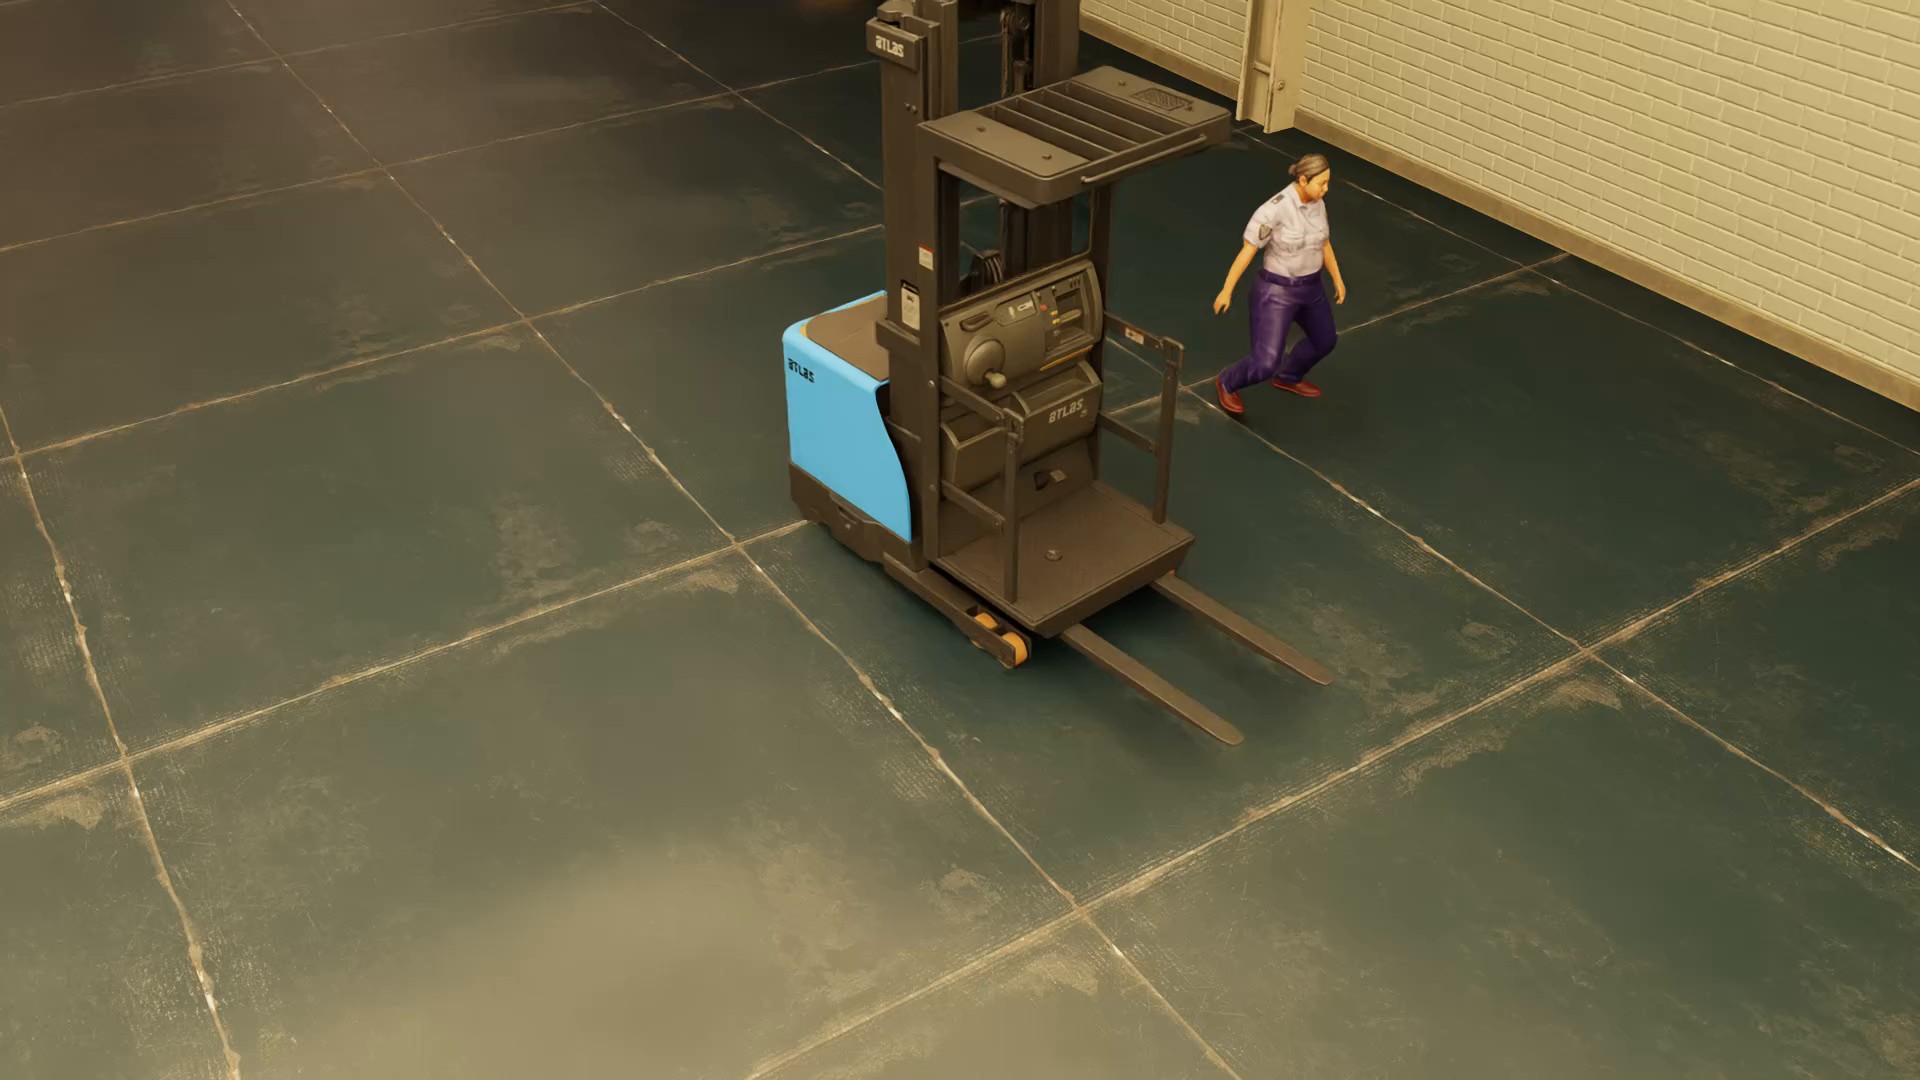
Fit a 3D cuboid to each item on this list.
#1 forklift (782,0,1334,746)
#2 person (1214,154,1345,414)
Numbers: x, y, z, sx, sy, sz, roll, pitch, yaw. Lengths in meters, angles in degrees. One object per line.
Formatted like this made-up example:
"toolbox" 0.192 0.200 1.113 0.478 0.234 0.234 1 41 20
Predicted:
"forklift" 0.432 -0.927 7.467 1.130 2.935 3.031 -26 43 -32
"person" 1.819 -1.410 9.356 0.830 1.570 0.484 -18 39 -24
